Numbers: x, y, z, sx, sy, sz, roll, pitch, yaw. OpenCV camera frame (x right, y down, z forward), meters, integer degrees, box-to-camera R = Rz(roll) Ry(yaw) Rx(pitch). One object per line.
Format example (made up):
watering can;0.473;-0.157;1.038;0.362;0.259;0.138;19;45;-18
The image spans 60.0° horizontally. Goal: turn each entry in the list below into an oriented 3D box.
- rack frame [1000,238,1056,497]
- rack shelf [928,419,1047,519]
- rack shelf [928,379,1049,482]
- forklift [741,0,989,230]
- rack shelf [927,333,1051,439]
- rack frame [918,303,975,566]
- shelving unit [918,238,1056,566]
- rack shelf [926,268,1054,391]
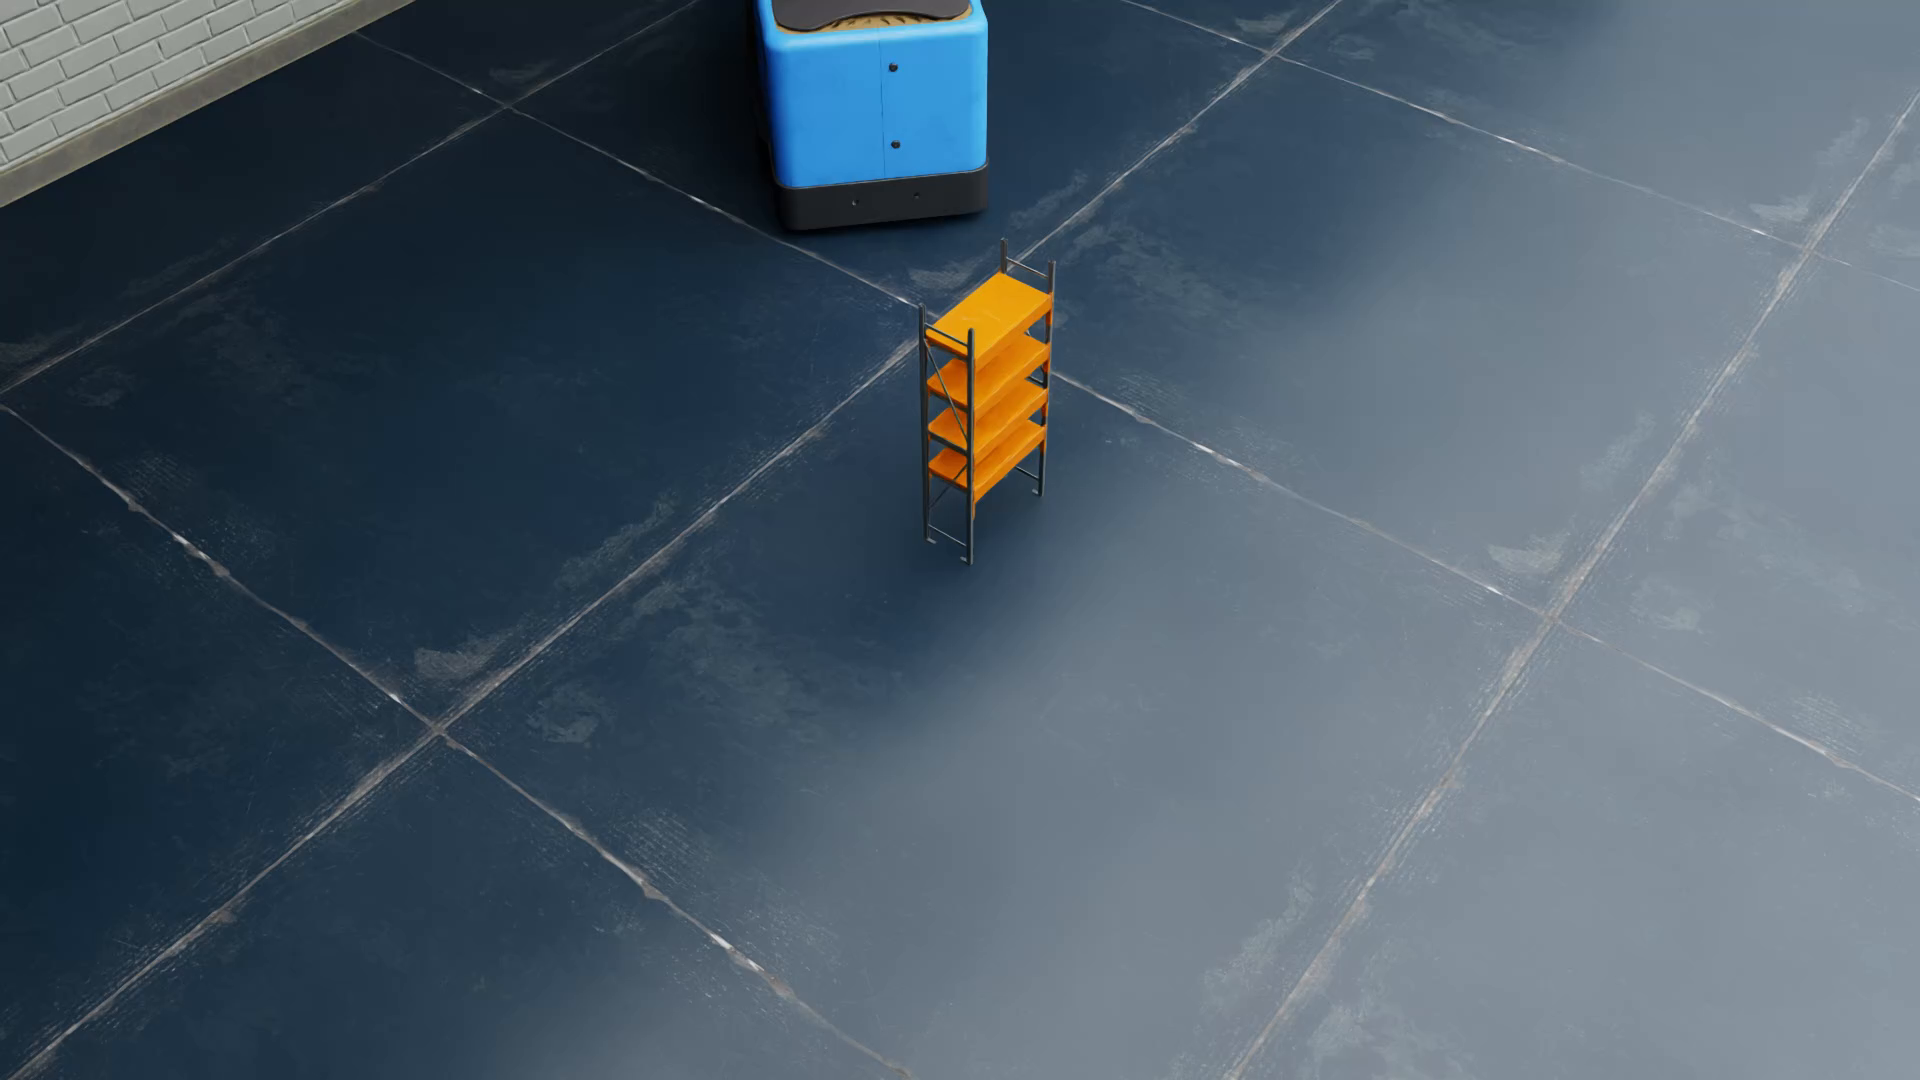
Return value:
rack frame;0.250;-0.649;6.540;0.240;1.200;0.015;29;53;25
rack shelf;0.101;-0.326;6.599;0.258;0.148;0.480;29;53;25
rack shelf;0.101;-0.463;6.455;0.258;0.148;0.480;29;53;25
forklift;-0.614;-3.600;8.162;1.130;2.935;3.031;-7;47;-7
rack shelf;0.101;-0.617;6.294;0.258;0.148;0.480;29;53;25
rack frame;-0.048;-0.370;6.273;0.240;1.200;0.015;29;53;25
shelving unit;0.101;-0.509;6.407;0.258;1.200;0.503;29;53;25
rack shelf;0.101;-0.781;6.122;0.258;0.148;0.480;29;53;25
